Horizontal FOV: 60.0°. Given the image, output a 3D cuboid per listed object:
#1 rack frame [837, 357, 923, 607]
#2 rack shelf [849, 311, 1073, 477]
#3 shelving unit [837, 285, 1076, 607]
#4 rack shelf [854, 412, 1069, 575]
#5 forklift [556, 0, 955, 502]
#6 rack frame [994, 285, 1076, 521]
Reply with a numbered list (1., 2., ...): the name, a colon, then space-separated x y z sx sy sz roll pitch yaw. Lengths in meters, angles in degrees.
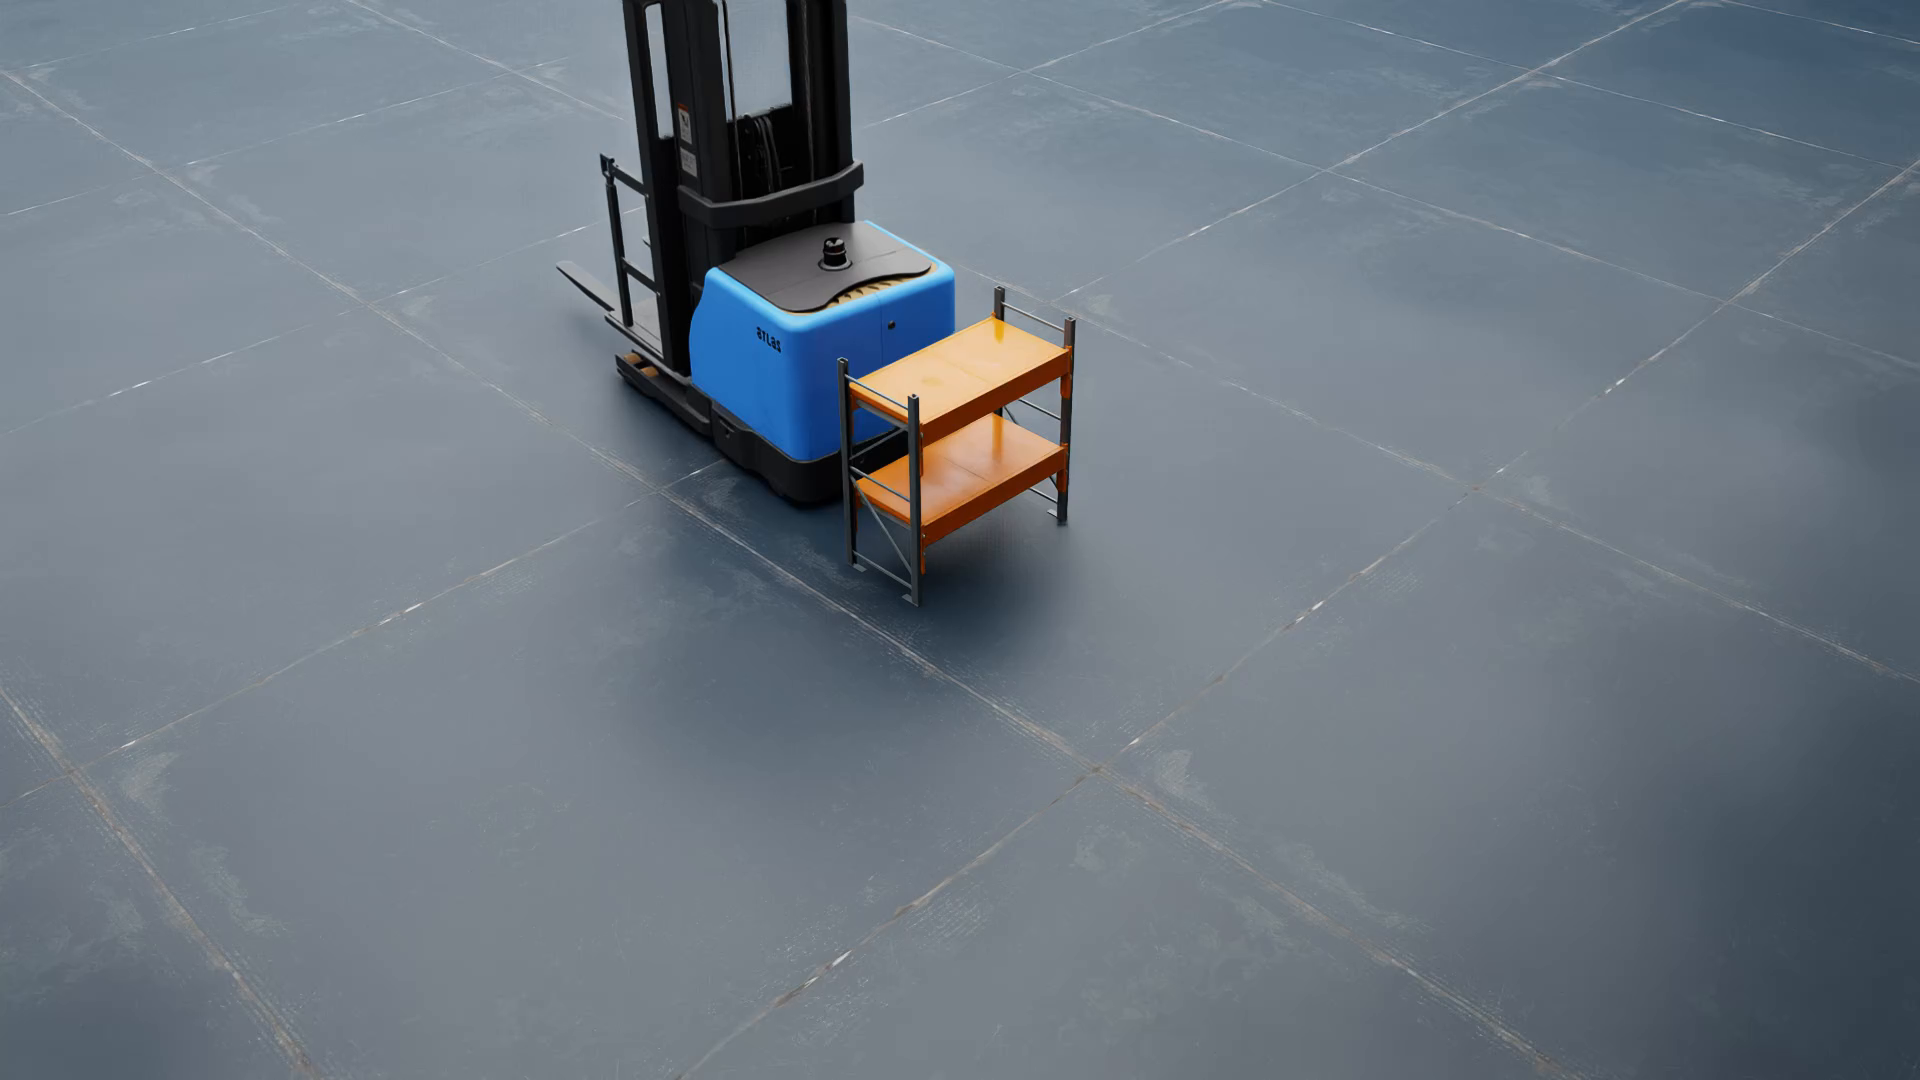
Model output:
1. rack frame: -0.363 -0.252 7.628 0.500 1.125 0.032 30 45 35
2. rack shelf: -0.005 -0.699 7.757 0.538 0.278 1.000 30 45 35
3. shelving unit: -0.005 -0.459 7.924 0.538 1.125 1.048 30 45 35
4. rack shelf: -0.005 -0.258 8.064 0.538 0.278 1.000 30 45 35
5. forklift: -1.313 -2.174 8.805 1.130 2.935 3.031 -24 42 -30
6. rack frame: 0.353 -0.665 8.220 0.500 1.125 0.032 30 45 35
